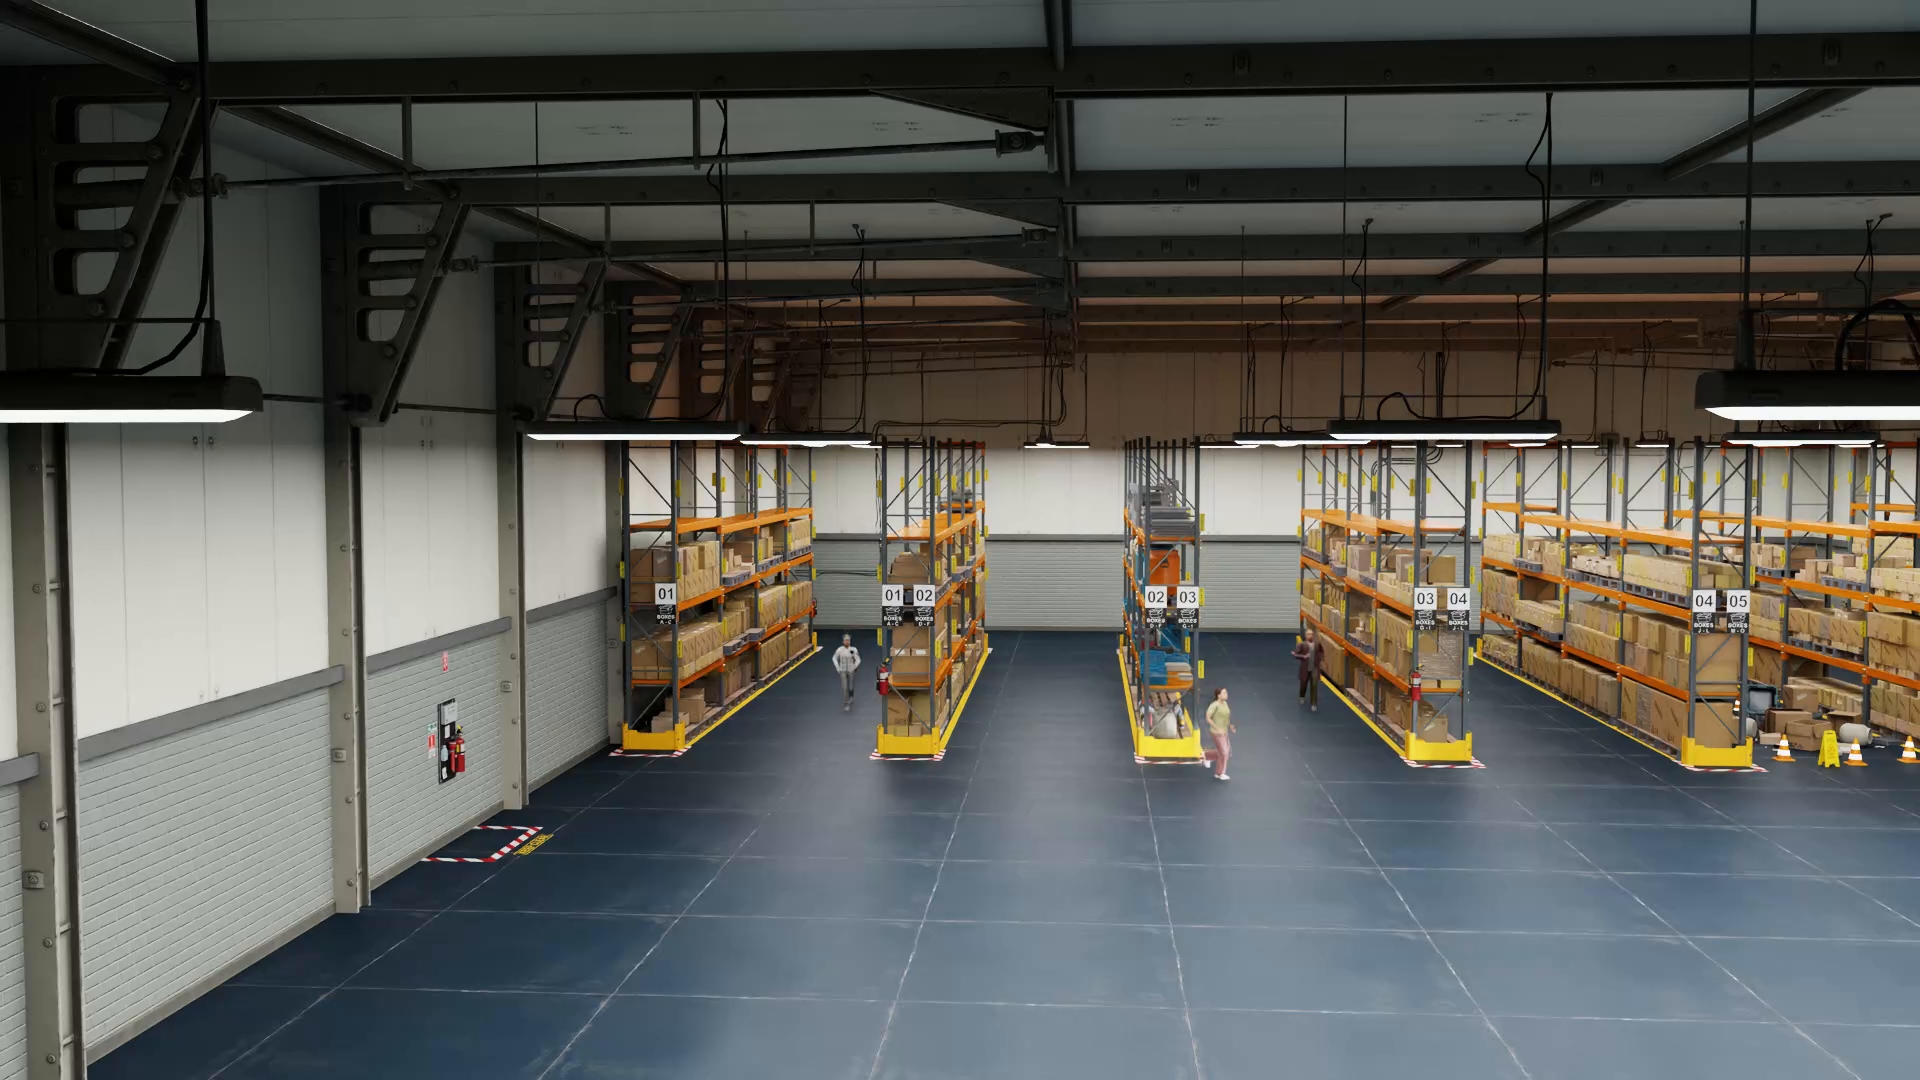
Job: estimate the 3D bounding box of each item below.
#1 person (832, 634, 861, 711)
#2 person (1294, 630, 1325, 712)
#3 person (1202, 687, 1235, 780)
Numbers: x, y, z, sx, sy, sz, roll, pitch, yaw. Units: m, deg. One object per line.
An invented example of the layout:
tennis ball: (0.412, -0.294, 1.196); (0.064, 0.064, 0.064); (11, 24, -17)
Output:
person: (-2.520, 2.918, 36.919); (0.627, 1.680, 0.657); (0, 3, -4)
person: (7.713, 2.852, 36.705); (0.707, 1.753, 1.053); (0, 3, 3)
person: (4.464, 3.360, 29.141); (0.616, 1.621, 0.566); (3, 4, 41)
